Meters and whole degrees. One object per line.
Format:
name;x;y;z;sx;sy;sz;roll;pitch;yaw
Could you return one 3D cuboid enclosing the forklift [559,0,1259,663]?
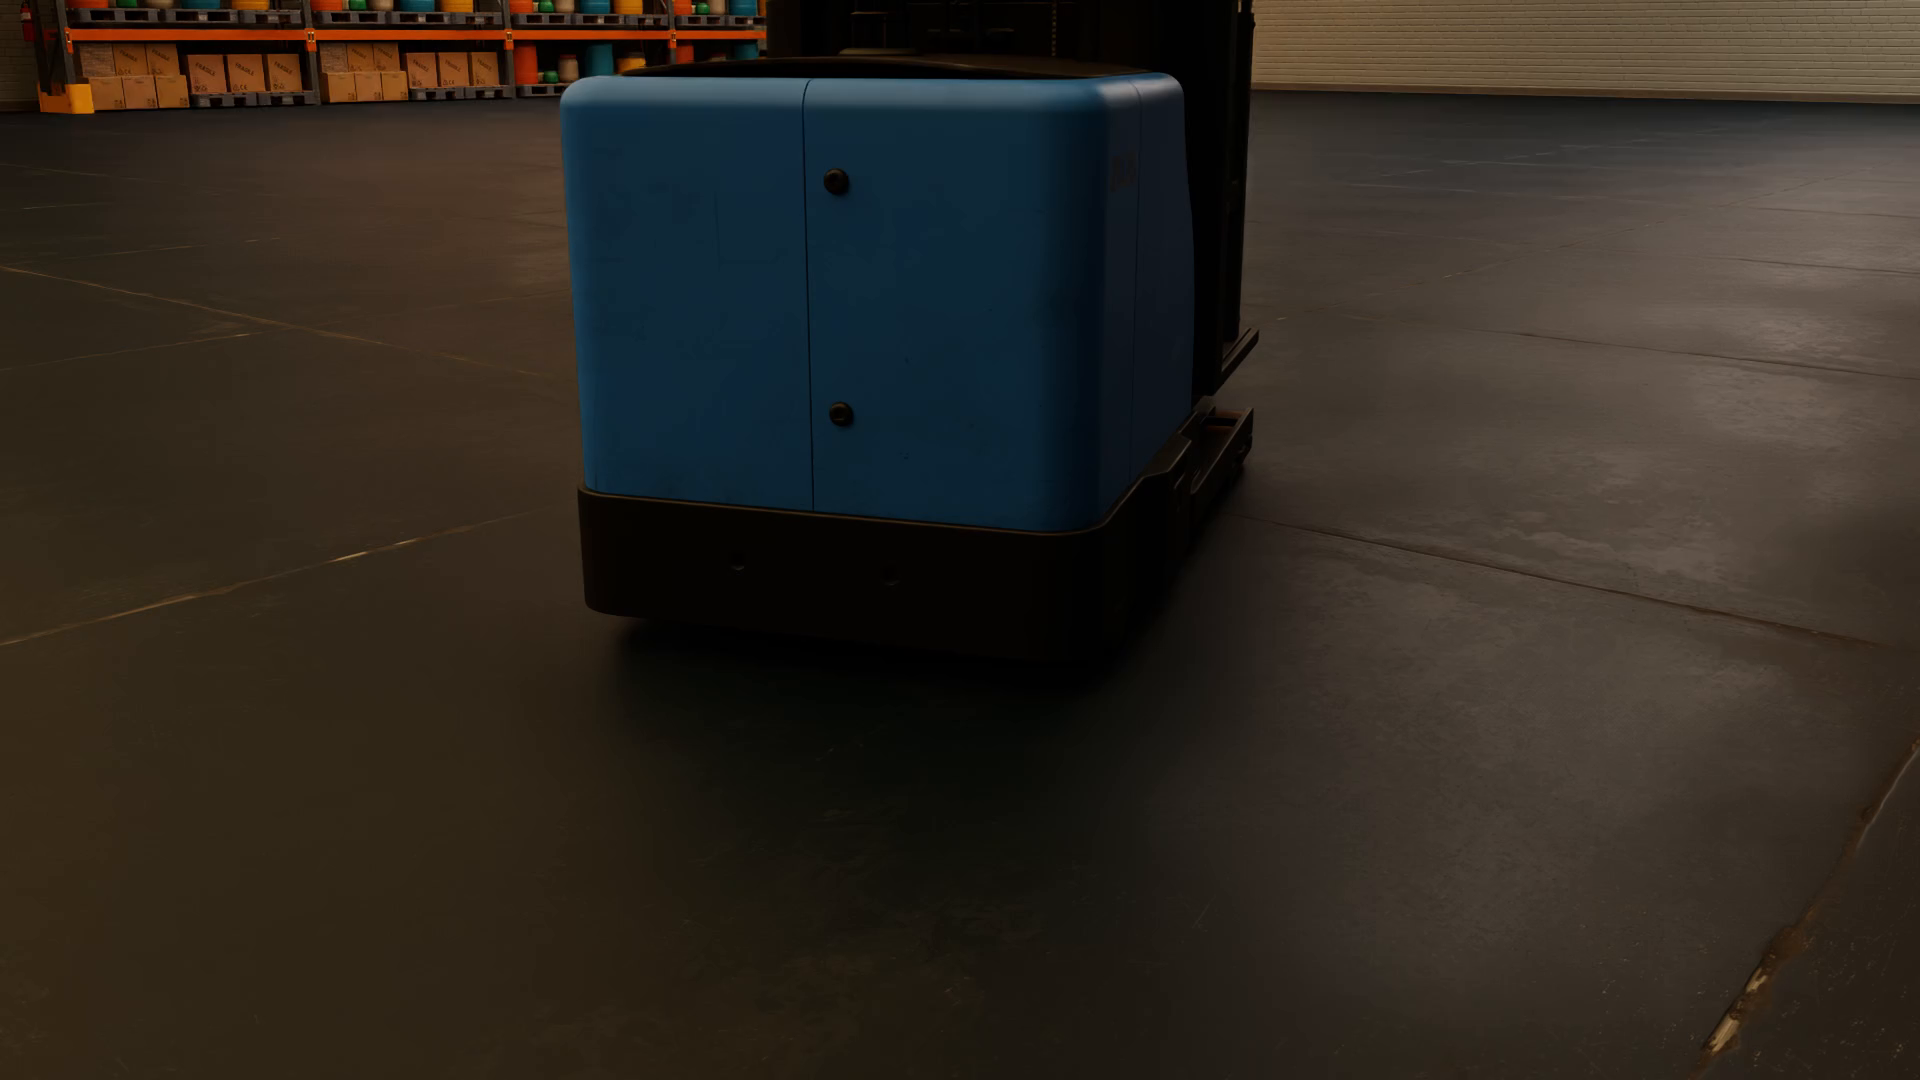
forklift;0.182;-1.571;4.072;1.130;2.935;3.031;5;18;17
